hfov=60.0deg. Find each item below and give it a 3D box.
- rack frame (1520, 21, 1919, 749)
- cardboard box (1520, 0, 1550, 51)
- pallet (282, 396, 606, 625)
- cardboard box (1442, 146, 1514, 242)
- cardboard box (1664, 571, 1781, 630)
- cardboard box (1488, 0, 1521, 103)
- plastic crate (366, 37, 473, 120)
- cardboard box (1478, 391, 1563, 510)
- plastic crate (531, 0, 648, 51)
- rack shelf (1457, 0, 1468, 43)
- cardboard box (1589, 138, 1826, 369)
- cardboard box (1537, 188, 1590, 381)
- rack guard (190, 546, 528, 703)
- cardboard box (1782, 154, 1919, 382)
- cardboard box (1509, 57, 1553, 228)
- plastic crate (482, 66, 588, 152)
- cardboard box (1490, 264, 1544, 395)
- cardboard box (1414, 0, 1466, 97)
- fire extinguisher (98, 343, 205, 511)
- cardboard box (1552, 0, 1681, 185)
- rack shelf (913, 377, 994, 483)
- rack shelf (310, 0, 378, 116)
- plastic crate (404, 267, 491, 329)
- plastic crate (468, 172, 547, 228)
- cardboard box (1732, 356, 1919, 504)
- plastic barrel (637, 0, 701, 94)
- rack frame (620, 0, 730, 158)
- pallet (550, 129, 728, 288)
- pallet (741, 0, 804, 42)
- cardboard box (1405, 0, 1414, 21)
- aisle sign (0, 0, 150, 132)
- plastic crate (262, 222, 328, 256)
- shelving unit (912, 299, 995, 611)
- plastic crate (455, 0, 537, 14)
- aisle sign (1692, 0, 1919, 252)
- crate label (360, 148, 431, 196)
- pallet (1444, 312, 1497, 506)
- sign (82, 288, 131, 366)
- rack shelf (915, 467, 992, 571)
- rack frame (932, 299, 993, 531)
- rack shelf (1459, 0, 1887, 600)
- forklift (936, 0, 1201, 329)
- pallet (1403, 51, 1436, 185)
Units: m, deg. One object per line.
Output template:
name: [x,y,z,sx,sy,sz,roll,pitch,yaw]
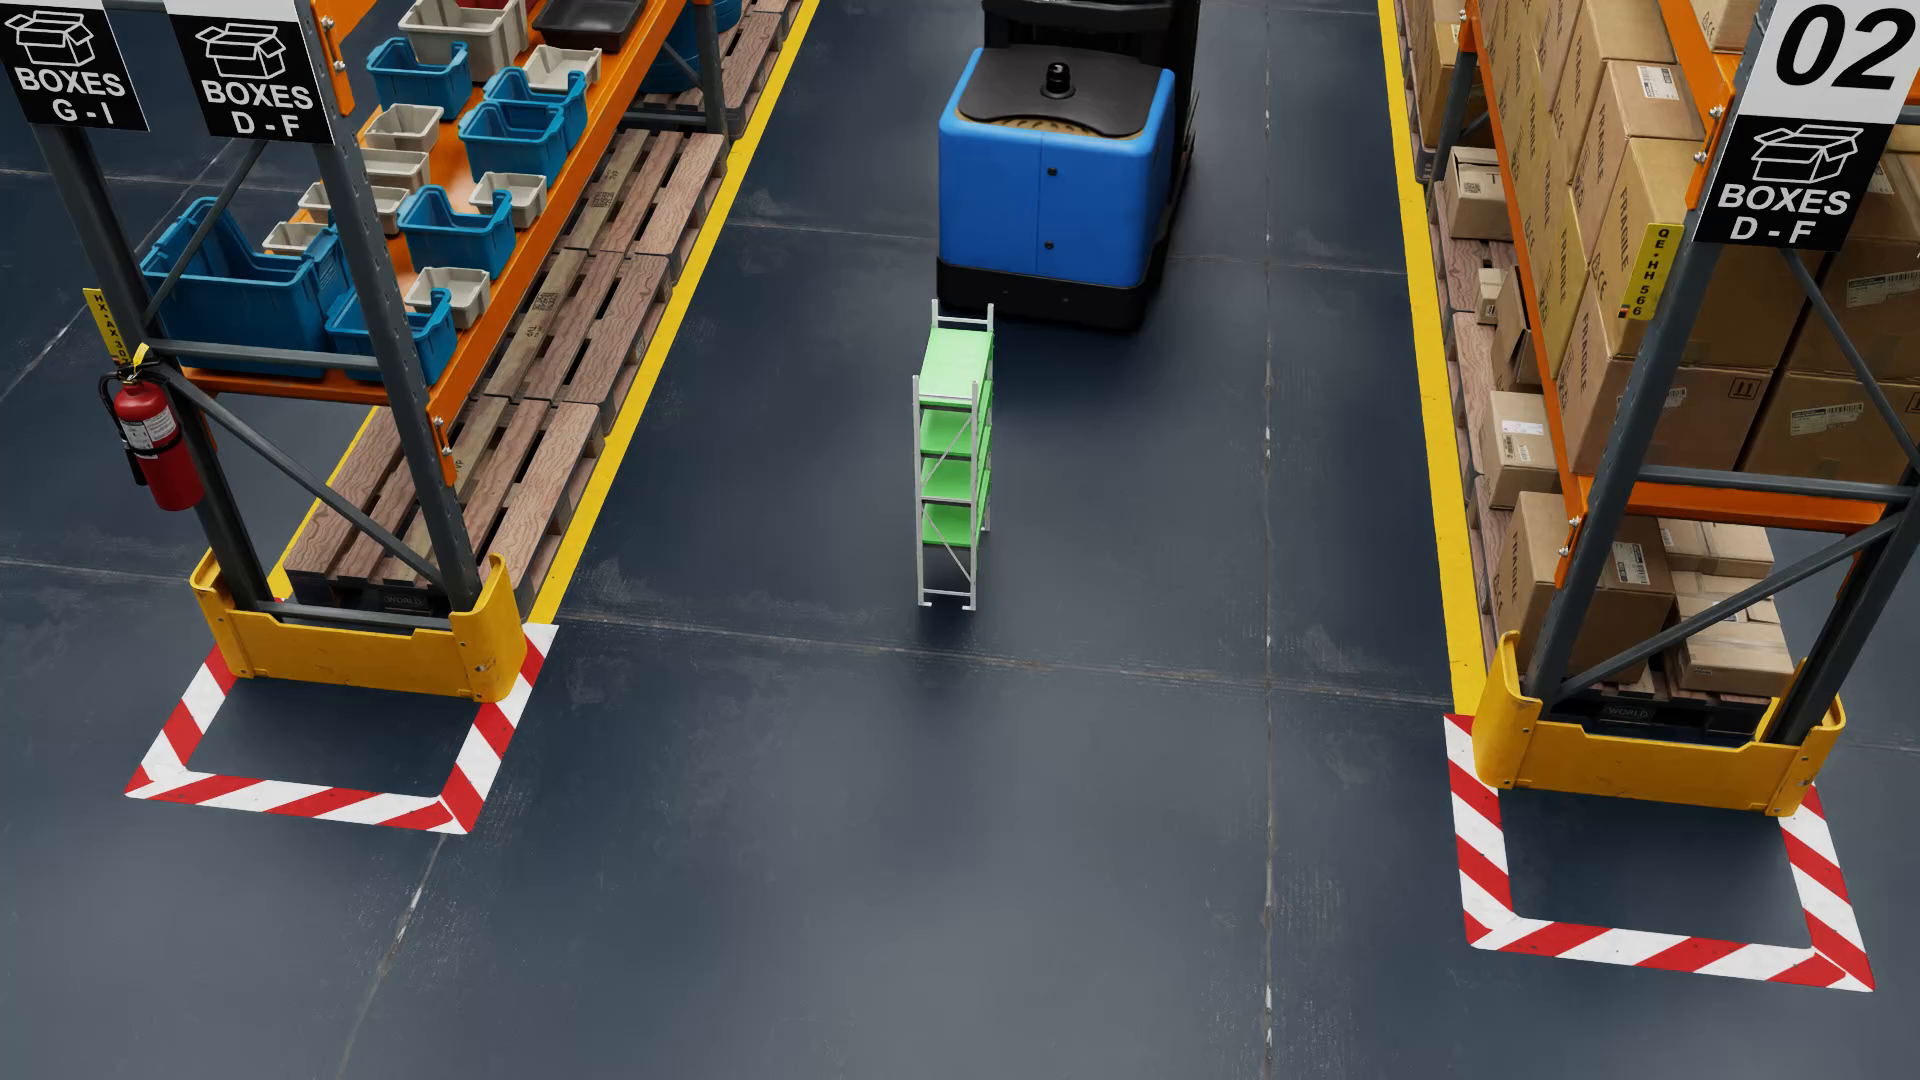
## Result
rack frame: [2.545,-0.174,5.252,1.000,3.000,0.127,5,44,6]
cardboard box: [2.597,-2.302,6.700,0.500,0.500,0.500,4,44,4]
pallet: [-2.216,-0.173,7.279,1.003,0.211,1.213,5,44,6]
cardboard box: [2.804,-1.817,8.623,0.500,0.311,0.500,5,44,6]
cardboard box: [2.975,0.270,6.523,0.380,0.166,0.250,5,44,6]
cardboard box: [2.672,-2.265,7.387,0.500,0.500,0.500,6,44,6]
plastic crate: [-2.347,-2.011,7.270,0.416,0.233,0.300,5,44,6]
cardboard box: [2.529,-0.373,7.142,0.500,0.250,0.500,5,44,6]
plastic crate: [-1.717,-2.488,7.852,0.437,0.125,0.590,5,44,6]
rack shelf: [3.339,-4.002,9.818,1.077,0.370,4.000,5,44,6]
cardboard box: [2.332,-0.902,5.221,0.500,0.500,0.500,5,44,5]
cardboard box: [2.400,-0.894,5.940,0.500,0.500,0.500,6,44,6]
rack guard: [-2.354,0.298,6.571,1.175,0.500,0.348,5,44,6]
cardboard box: [2.865,-0.852,5.168,0.500,0.500,0.500,6,44,7]
cardboard box: [2.538,-1.577,6.661,0.500,0.500,0.500,5,44,5]
plastic crate: [-1.791,-1.828,7.077,0.416,0.233,0.300,5,44,6]
cardboard box: [2.831,-0.873,7.486,0.797,0.503,0.637,5,44,6]
cardboard box: [2.929,-2.851,9.577,0.500,0.500,0.500,5,44,6]
fire extinguisher: [-2.834,-0.402,5.820,0.296,0.674,0.183,5,44,6]
cardboard box: [2.462,-1.600,5.958,0.500,0.500,0.500,6,44,7]
rack shelf: [-0.022,-0.451,6.597,0.258,0.148,0.480,5,44,6]
rack shelf: [-2.100,-2.818,6.386,1.077,0.370,4.000,5,44,6]
plastic crate: [-1.880,-0.902,6.169,0.250,0.136,0.298,5,44,6]
plastic crate: [-1.791,-1.365,6.658,0.250,0.136,0.298,5,44,6]
cardboard box: [2.865,-0.489,5.512,0.500,0.500,0.500,6,44,6]
plastic barrel: [-1.746,-3.113,9.576,0.600,0.901,0.708,5,44,6]
rack frame: [-1.835,-3.353,8.609,1.000,3.000,0.127,5,44,6]
pallet: [-1.894,-1.836,9.035,1.003,0.211,1.213,5,44,6]
pallet: [-1.533,-3.696,11.000,1.003,0.211,1.213,5,44,6]
cardboard box: [3.061,-3.539,10.304,0.500,0.500,0.500,4,44,4]
aisle sign: [-2.664,-1.548,4.813,0.394,0.787,0.004,5,44,6]
plastic crate: [-2.436,-1.125,6.405,0.396,0.136,0.243,5,44,6]
shelving unit: [-0.022,-0.323,6.718,0.258,1.200,0.503,5,44,6]
plastic crate: [-2.202,-2.812,7.948,0.402,0.464,0.583,5,44,6]
aisle sign: [2.233,-1.099,4.339,0.394,0.787,0.004,5,44,6]
crate label: [-2.370,-1.513,6.815,0.396,0.136,0.243,5,44,6]
pallet: [2.824,-0.586,7.715,1.003,0.211,1.213,5,44,6]
sign: [-2.911,-0.725,5.715,0.100,0.325,0.005,5,44,6]
rack shelf: [-0.022,-0.102,6.927,0.258,0.148,0.480,5,44,6]
rack frame: [0.010,-0.489,6.894,0.240,1.200,0.015,5,44,6]
rack shelf: [2.810,-1.276,6.939,1.077,0.370,4.000,5,44,6]
forklift: [0.724,-3.142,8.436,1.130,2.935,3.031,9,44,10]
pallet: [3.144,-2.445,9.679,1.003,0.211,1.213,5,44,6]
